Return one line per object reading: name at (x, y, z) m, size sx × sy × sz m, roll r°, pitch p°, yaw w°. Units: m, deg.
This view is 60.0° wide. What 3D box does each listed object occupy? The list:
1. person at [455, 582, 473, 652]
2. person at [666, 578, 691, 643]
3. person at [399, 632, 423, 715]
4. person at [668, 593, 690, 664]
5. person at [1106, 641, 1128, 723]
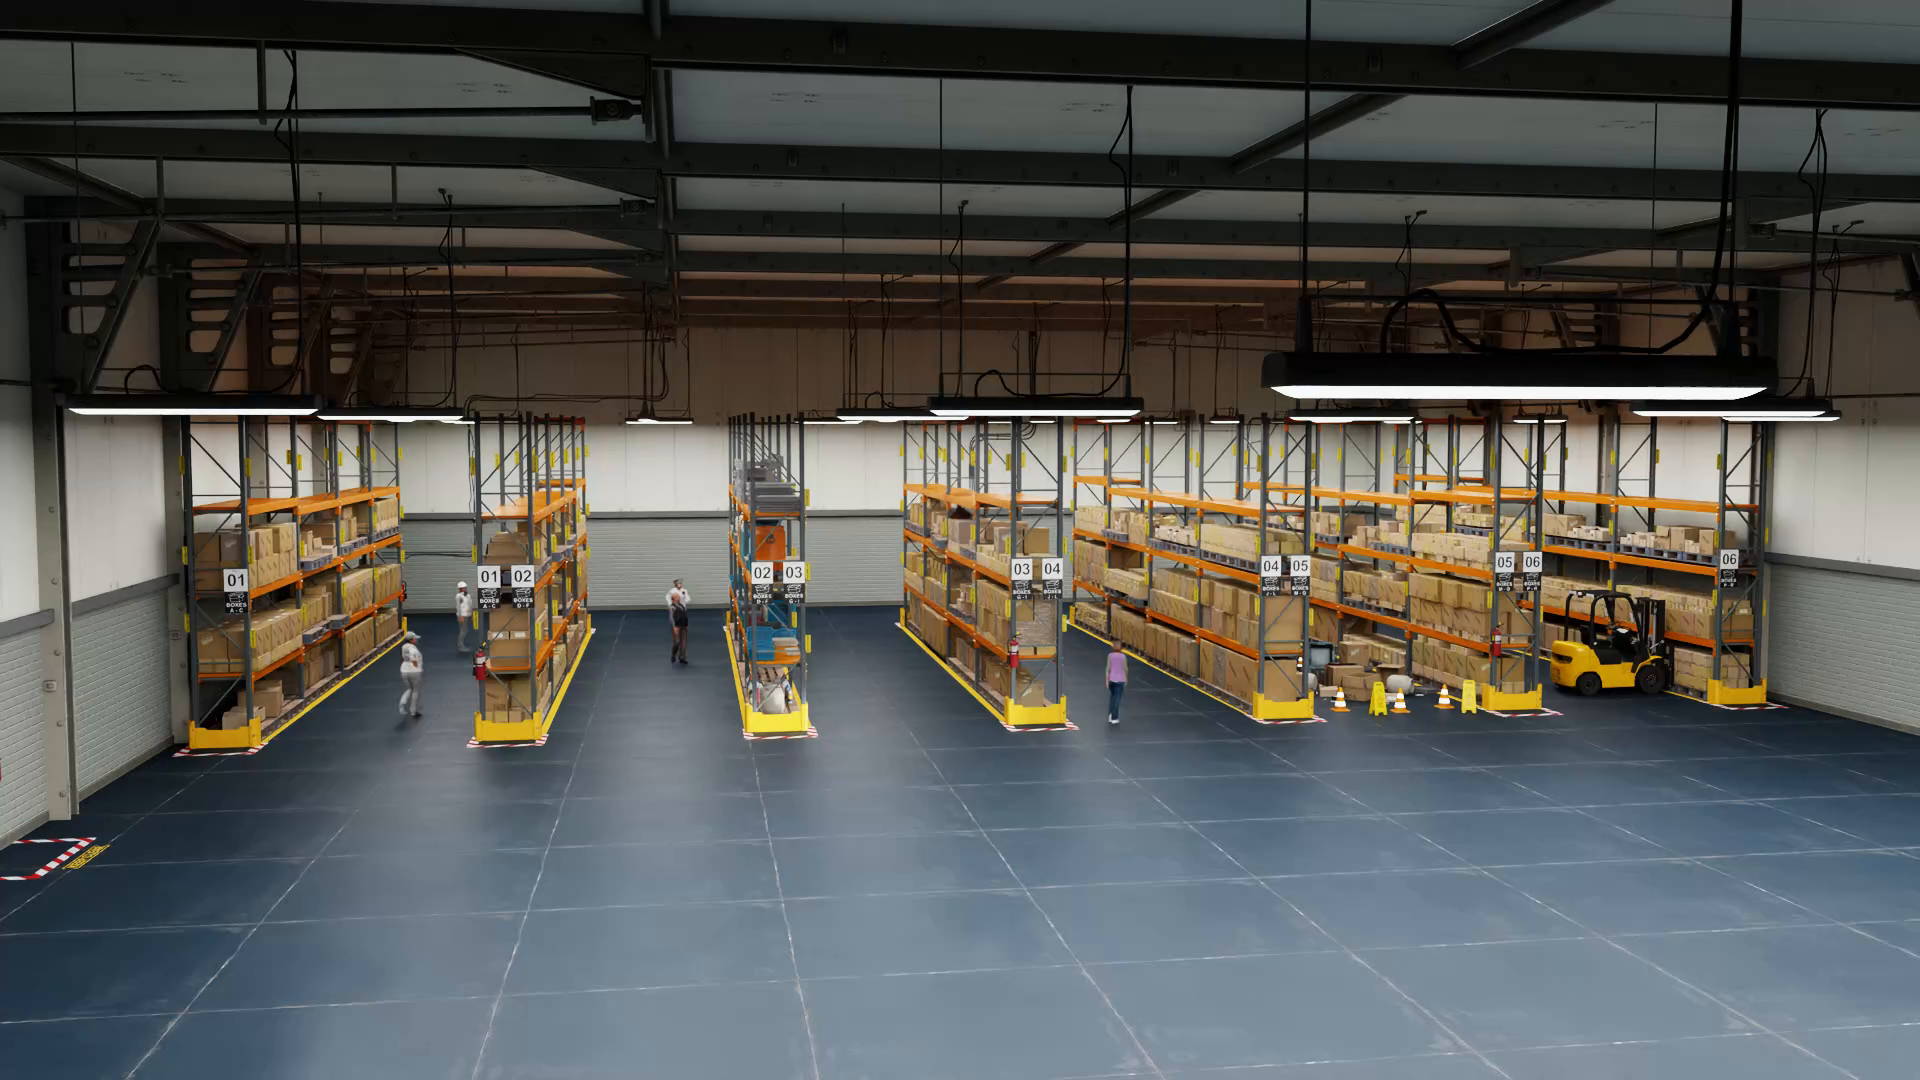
person at (-12.667, 1.965, 42.538) m, size 0.423 × 1.806 × 0.554 m, roll 0°, pitch 4°, yaw -5°
person at (-7.509, 1.875, 44.316) m, size 0.655 × 1.734 × 0.804 m, roll 0°, pitch 4°, yaw -7°
person at (-10.844, 2.644, 32.896) m, size 0.492 × 1.659 × 0.492 m, roll 2°, pitch 4°, yaw 23°
person at (-6.788, 2.135, 40.267) m, size 0.572 × 1.706 × 0.509 m, roll -4°, pitch 5°, yaw -43°
person at (3.032, 2.756, 32.083) m, size 0.403 × 1.638 × 0.488 m, roll 2°, pitch 5°, yaw 31°
